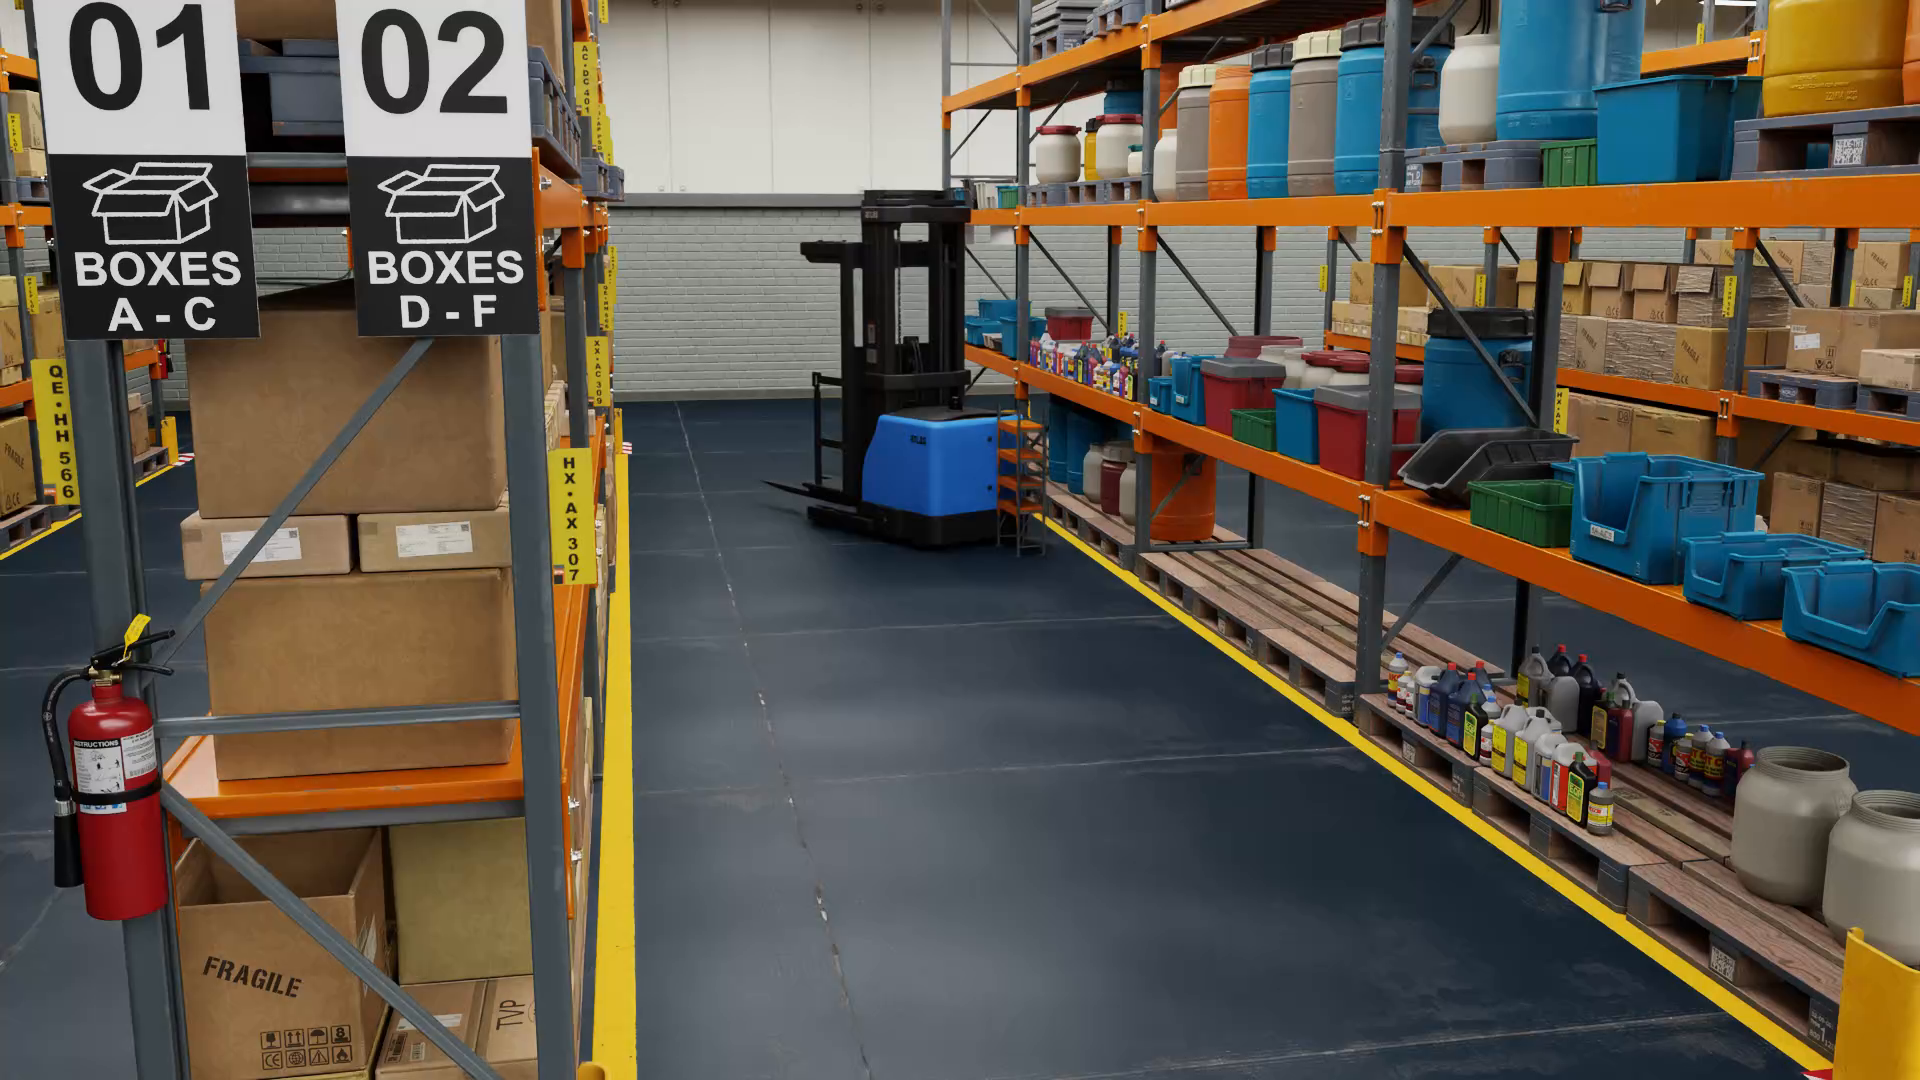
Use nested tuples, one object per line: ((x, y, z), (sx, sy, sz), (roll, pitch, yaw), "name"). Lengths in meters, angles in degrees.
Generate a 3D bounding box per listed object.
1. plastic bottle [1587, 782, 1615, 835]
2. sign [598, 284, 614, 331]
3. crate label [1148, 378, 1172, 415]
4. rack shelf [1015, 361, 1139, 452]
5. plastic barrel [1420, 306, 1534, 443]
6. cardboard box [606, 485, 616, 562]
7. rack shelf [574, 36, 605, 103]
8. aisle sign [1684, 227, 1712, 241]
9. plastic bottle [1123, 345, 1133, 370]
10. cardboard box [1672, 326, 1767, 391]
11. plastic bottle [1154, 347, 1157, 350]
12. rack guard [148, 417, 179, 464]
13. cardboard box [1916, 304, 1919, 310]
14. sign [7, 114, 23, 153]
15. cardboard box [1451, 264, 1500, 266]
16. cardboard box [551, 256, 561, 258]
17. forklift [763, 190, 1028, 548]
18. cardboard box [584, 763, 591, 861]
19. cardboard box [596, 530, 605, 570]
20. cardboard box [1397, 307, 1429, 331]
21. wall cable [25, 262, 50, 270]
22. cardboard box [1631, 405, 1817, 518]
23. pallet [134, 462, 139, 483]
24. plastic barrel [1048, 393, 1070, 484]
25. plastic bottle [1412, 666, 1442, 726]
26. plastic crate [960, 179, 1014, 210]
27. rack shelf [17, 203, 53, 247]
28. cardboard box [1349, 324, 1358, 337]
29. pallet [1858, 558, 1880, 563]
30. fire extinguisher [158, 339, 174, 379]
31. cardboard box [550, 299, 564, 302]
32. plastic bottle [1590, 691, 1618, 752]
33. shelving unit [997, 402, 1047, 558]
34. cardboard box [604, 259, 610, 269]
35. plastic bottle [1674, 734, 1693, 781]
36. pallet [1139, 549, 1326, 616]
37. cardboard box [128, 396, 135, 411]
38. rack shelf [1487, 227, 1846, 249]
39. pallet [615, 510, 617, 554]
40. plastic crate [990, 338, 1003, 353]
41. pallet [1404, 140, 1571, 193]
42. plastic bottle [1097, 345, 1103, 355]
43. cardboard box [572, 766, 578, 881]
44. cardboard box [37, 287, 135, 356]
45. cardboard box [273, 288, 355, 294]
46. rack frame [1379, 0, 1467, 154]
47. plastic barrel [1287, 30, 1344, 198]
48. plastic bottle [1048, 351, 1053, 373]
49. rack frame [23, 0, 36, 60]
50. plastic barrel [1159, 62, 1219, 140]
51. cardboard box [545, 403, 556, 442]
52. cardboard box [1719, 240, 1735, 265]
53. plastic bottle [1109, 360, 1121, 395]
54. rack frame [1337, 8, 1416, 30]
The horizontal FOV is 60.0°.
((2.610, 1.087, 6.771), (0.097, 0.201, 0.097), (0, 11, 0), "plastic bottle")
((-2.475, -1.628, 11.632), (0.100, 0.325, 0.005), (-2, 11, -11), "sign")
((1.555, -1.045, 12.112), (0.303, 0.233, 0.416), (-2, 11, -11), "crate label")
((1.452, -1.231, 14.568), (1.077, 0.370, 4.000), (-2, 11, -11), "rack shelf")
((2.841, -0.813, 9.103), (0.600, 0.901, 0.708), (-2, 11, -11), "plastic barrel")
((-2.827, -0.121, 12.317), (0.500, 0.500, 0.500), (-2, 11, -9), "cardboard box")
((-4.185, -4.731, 16.919), (1.077, 0.370, 4.000), (-2, 11, -11), "rack shelf")
((9.720, -4.307, 21.849), (0.394, 0.787, 0.004), (-2, 11, -11), "aisle sign")
((1.533, -1.636, 15.113), (0.097, 0.271, 0.097), (0, 11, 0), "plastic bottle")
((6.360, -1.529, 13.939), (0.500, 0.500, 0.500), (-2, 11, -9), "cardboard box")
((1.697, -1.603, 14.931), (0.152, 0.276, 0.135), (-2, 11, -11), "plastic bottle")
((-9.437, -1.101, 18.647), (1.175, 0.500, 0.348), (-2, 11, -11), "rack guard")
((10.432, -2.434, 17.714), (0.380, 0.149, 0.250), (-2, 11, -10), "cardboard box")
((-8.124, -3.495, 14.290), (0.100, 0.325, 0.005), (-2, 11, -11), "sign")
((5.885, -2.856, 18.777), (0.500, 0.500, 0.500), (-2, 11, -13), "cardboard box")
((-4.637, -2.860, 18.257), (0.500, 0.500, 0.500), (-2, 11, -10), "cardboard box")
((-0.712, -1.602, 14.775), (1.130, 2.935, 3.031), (-8, 13, -37), "forklift")
((-1.737, 1.100, 6.627), (0.500, 0.250, 0.500), (-2, 11, -11), "cardboard box")
((-2.472, 0.105, 10.352), (0.500, 0.311, 0.500), (-2, 11, -11), "cardboard box")
((5.281, -2.557, 19.215), (0.500, 0.250, 0.500), (-2, 11, -12), "cardboard box")
((-10.610, -3.025, 19.348), (0.084, 1.984, 1.851), (-2, 11, -11), "wall cable")
((6.586, -0.688, 14.348), (1.225, 0.875, 0.875), (-3, 11, -14), "cardboard box")
((-8.967, -0.588, 16.722), (1.003, 0.211, 1.213), (-2, 11, -11), "pallet")
((1.152, -1.027, 16.058), (0.600, 0.901, 0.708), (-2, 11, -11), "plastic barrel")
((2.341, 0.770, 8.236), (0.152, 0.276, 0.135), (-2, 11, -9), "plastic bottle")
((0.313, -3.838, 18.483), (0.504, 0.338, 0.767), (-2, 11, -11), "plastic crate")
((-9.044, -3.078, 16.249), (1.077, 0.370, 4.000), (-2, 11, -11), "rack shelf")
((4.990, -2.571, 20.354), (0.380, 0.149, 0.250), (-2, 11, -12), "cardboard box")
((7.084, 0.338, 11.854), (1.003, 0.211, 1.213), (-2, 11, -11), "pallet")
((-9.009, -2.148, 18.665), (0.296, 0.674, 0.183), (-2, 11, -11), "fire extinguisher")
((-3.728, -1.809, 14.287), (0.700, 0.500, 0.500), (0, 11, -2), "cardboard box")
((3.032, 0.844, 7.826), (0.061, 0.283, 0.133), (-2, 11, -11), "plastic bottle")
((0.501, -0.499, 13.610), (0.258, 1.200, 0.503), (-3, 11, -17), "shelving unit")
((-3.812, -2.598, 16.883), (0.500, 0.500, 0.500), (-2, 11, -13), "cardboard box")
((3.245, 0.965, 7.414), (0.097, 0.201, 0.097), (0, 11, 0), "plastic bottle")
((1.954, 0.295, 12.081), (1.003, 0.211, 1.213), (-2, 11, -11), "pallet")
((-8.944, -1.434, 17.533), (0.380, 0.149, 0.250), (-2, 11, -9), "cardboard box")
((6.311, -2.885, 15.234), (1.077, 0.370, 4.000), (-2, 11, -11), "rack shelf")
((-3.360, -0.030, 13.791), (1.003, 0.211, 1.213), (-2, 11, -11), "pallet")
((0.582, -2.042, 17.475), (0.437, 0.125, 0.590), (-2, 11, -11), "plastic crate")
((2.855, -1.736, 7.780), (1.213, 0.211, 1.003), (-2, 11, -11), "pallet")
((1.338, -1.786, 16.087), (0.097, 0.201, 0.097), (0, 11, 0), "plastic bottle")
((-1.557, 0.915, 5.590), (0.500, 0.500, 0.500), (-2, 11, -11), "cardboard box")
((-9.171, -2.246, 17.173), (0.980, 0.700, 0.700), (-2, 11, -11), "cardboard box")
((-1.757, -0.542, 5.286), (0.700, 0.500, 0.500), (-2, 11, -11), "cardboard box")
((2.619, -3.432, 8.158), (1.000, 3.000, 0.127), (-2, 11, -11), "rack frame")
((2.180, -2.410, 9.471), (0.600, 0.901, 0.600), (0, 11, 0), "plastic barrel")
((0.865, -1.648, 15.365), (0.097, 0.201, 0.097), (0, 11, 0), "plastic bottle")
((-9.433, -5.272, 17.829), (1.000, 3.000, 0.127), (-2, 11, -11), "rack frame")
((1.734, -3.213, 12.761), (0.600, 0.830, 0.708), (-2, 11, -11), "plastic barrel")
((-1.781, -0.444, 6.505), (0.380, 0.149, 0.250), (-2, 11, -11), "cardboard box")
((9.960, -3.529, 20.980), (0.500, 0.500, 0.500), (-2, 11, -9), "cardboard box")
((1.257, -1.313, 13.419), (0.097, 0.271, 0.097), (0, 11, 0), "plastic bottle")
((5.144, -5.813, 20.668), (1.000, 3.000, 0.127), (-2, 11, -11), "rack frame")
